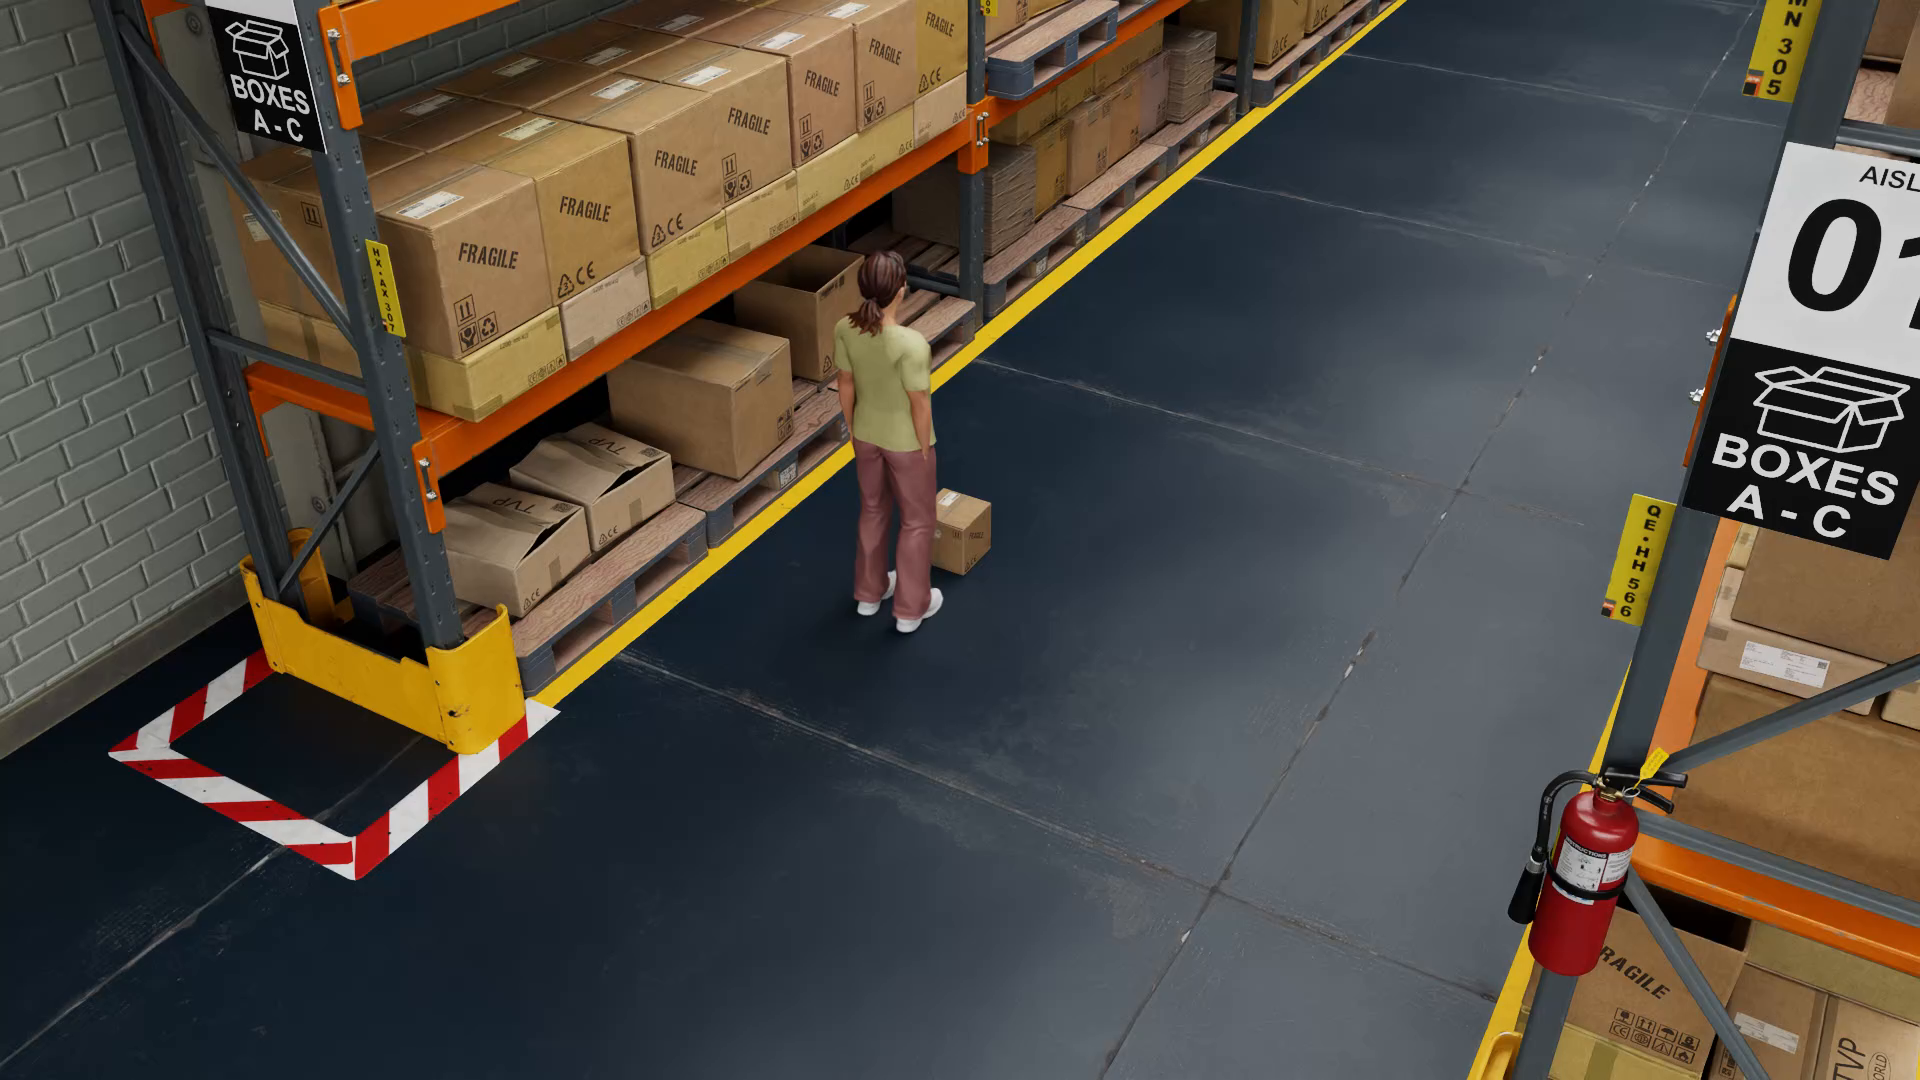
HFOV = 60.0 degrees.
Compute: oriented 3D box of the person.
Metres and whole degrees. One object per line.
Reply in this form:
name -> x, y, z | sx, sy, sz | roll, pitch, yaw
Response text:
person -> -0.283, -0.397, 6.735 | 0.439, 1.668, 0.350 | 19, 39, 25
